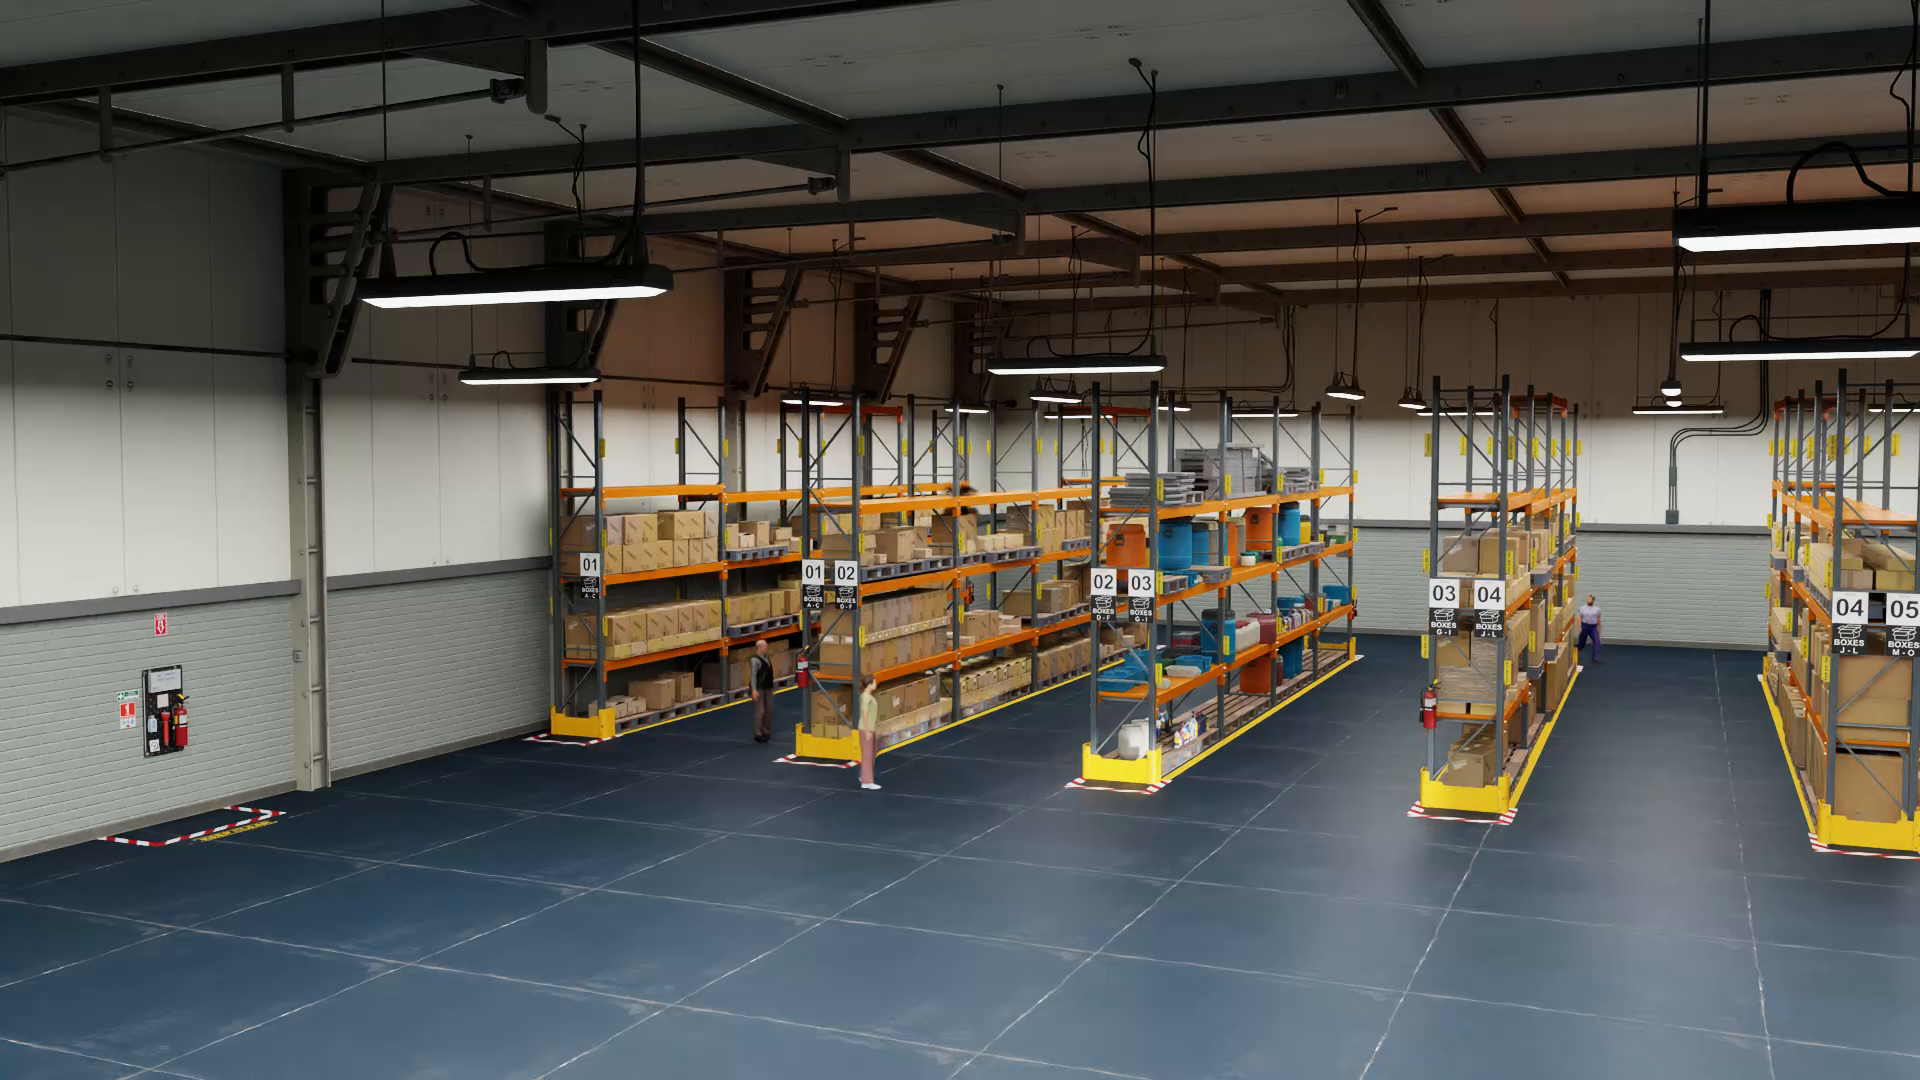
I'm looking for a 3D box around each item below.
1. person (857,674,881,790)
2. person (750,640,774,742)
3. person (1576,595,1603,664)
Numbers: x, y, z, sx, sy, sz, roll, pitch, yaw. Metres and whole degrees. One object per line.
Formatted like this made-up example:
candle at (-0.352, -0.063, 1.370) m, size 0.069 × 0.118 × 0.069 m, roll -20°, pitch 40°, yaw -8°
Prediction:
person at (-1.343, 2.818, 24.527) m, size 0.346 × 1.678 × 0.537 m, roll 0°, pitch 3°, yaw -3°
person at (-3.398, 2.610, 28.462) m, size 0.373 × 1.805 × 0.594 m, roll 1°, pitch 3°, yaw 23°
person at (14.626, 2.068, 38.662) m, size 0.572 × 1.587 × 0.908 m, roll 0°, pitch 3°, yaw -8°
